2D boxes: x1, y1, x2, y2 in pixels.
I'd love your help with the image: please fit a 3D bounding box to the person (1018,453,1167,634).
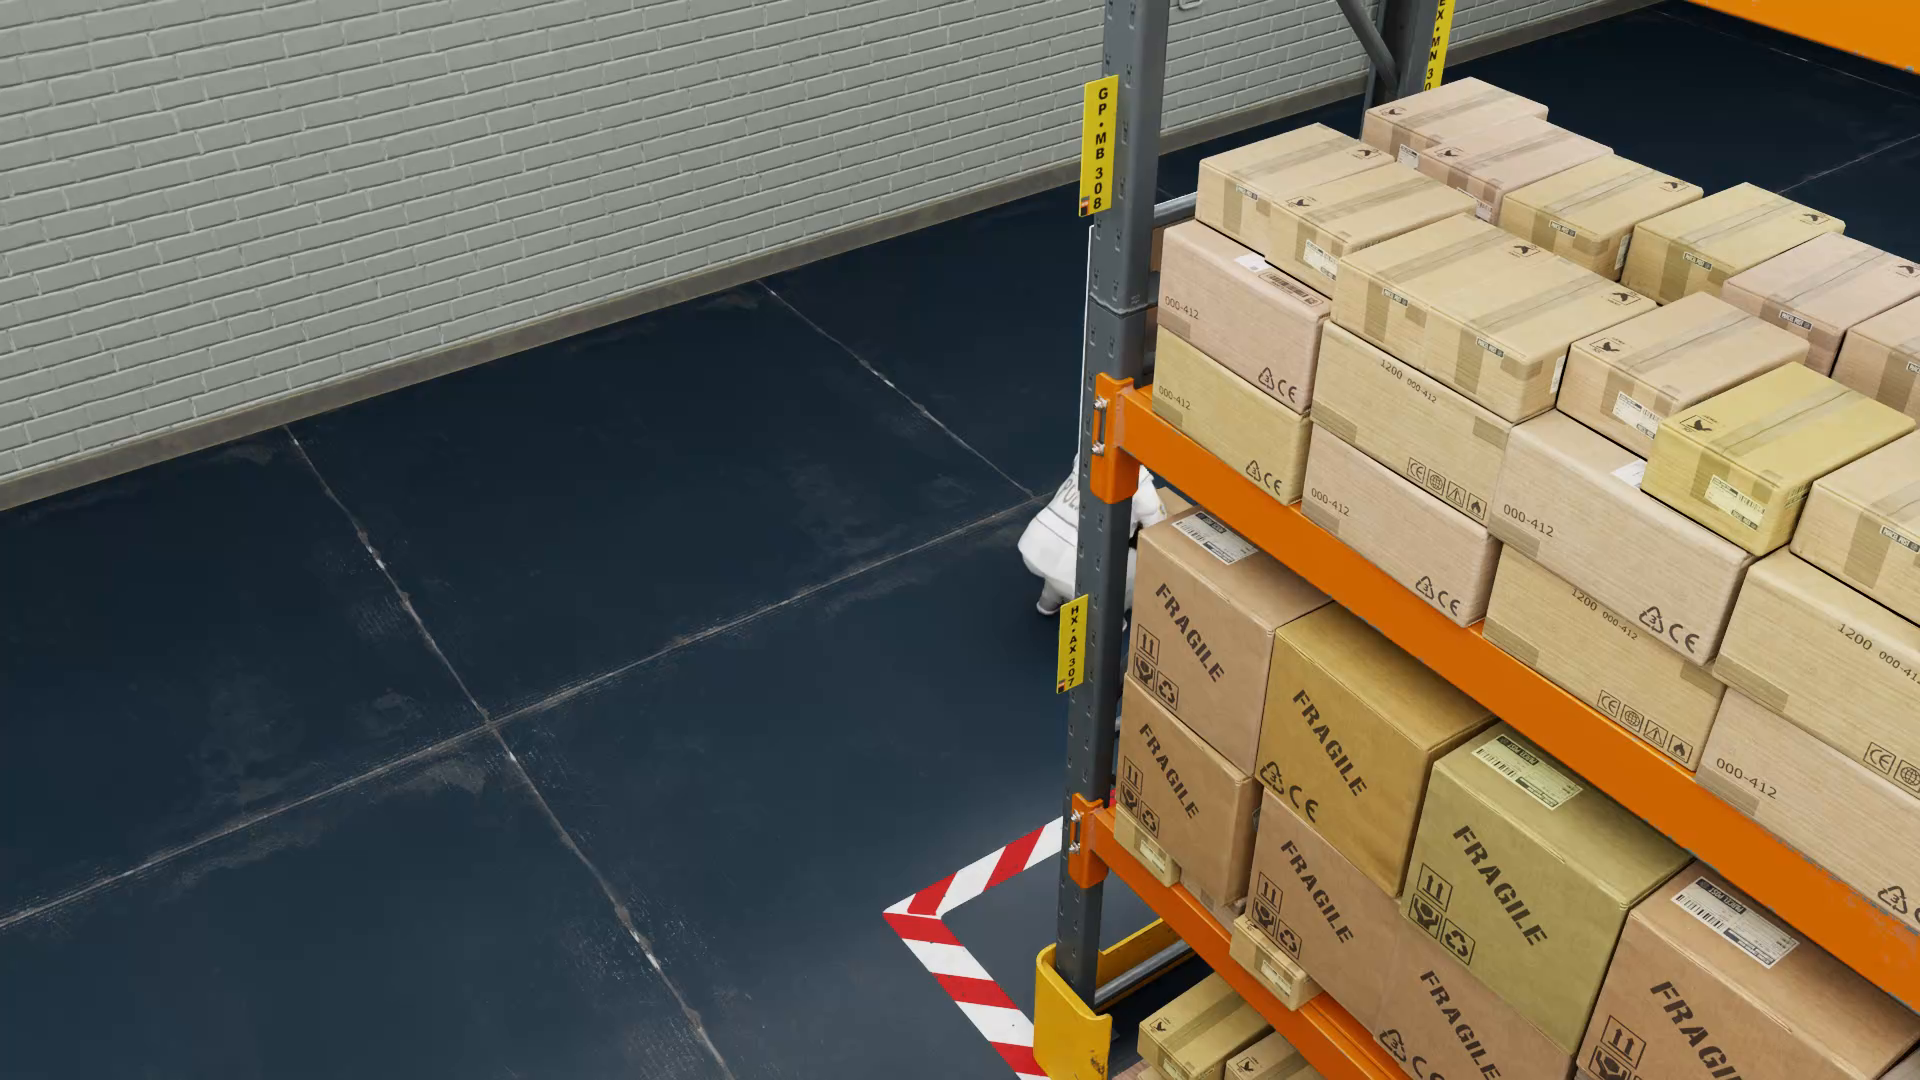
[{"bbox_3d":[0.673,-0.051,7.680,0.865,0.953,0.517,-24,43,-28],"label":"person"}]
